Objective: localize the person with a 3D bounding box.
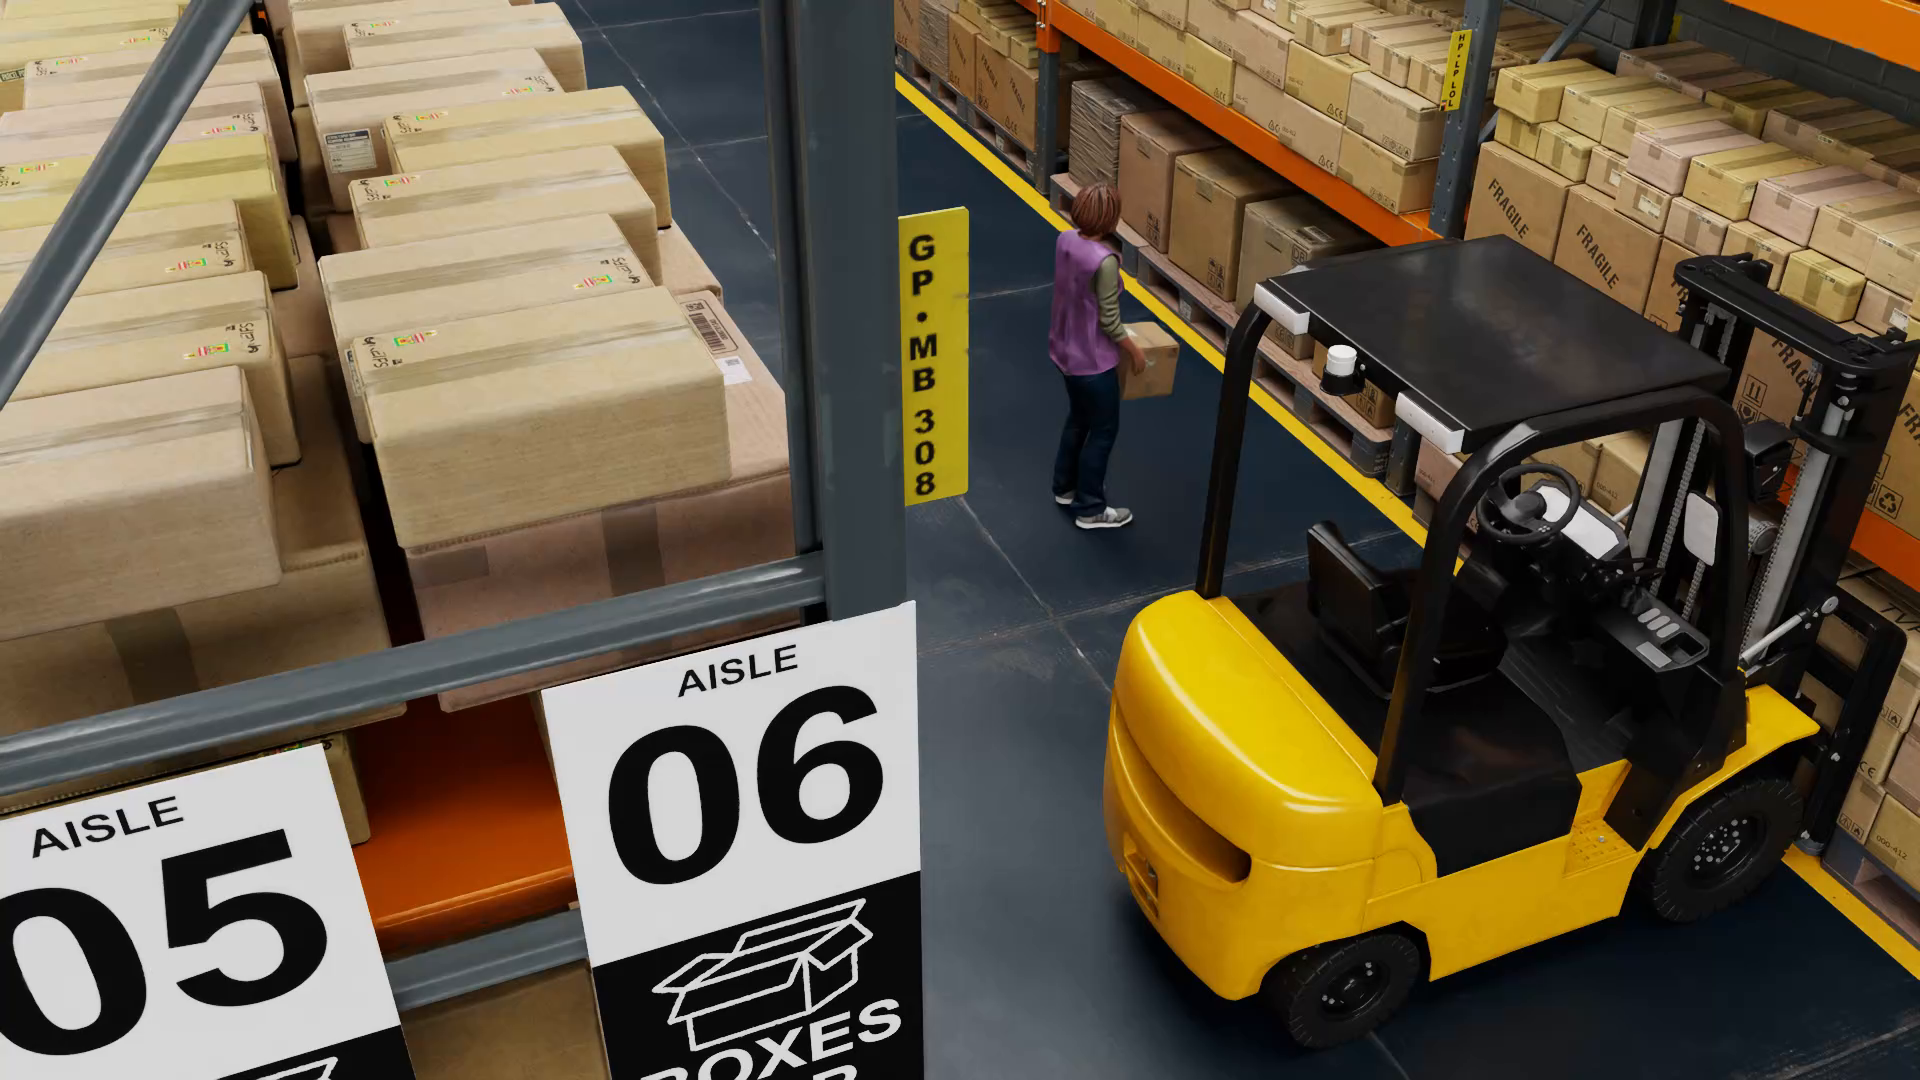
[{"bbox_3d":[0.596,-0.809,7.357,0.384,1.588,0.444,-14,36,-19],"label":"person"}]
